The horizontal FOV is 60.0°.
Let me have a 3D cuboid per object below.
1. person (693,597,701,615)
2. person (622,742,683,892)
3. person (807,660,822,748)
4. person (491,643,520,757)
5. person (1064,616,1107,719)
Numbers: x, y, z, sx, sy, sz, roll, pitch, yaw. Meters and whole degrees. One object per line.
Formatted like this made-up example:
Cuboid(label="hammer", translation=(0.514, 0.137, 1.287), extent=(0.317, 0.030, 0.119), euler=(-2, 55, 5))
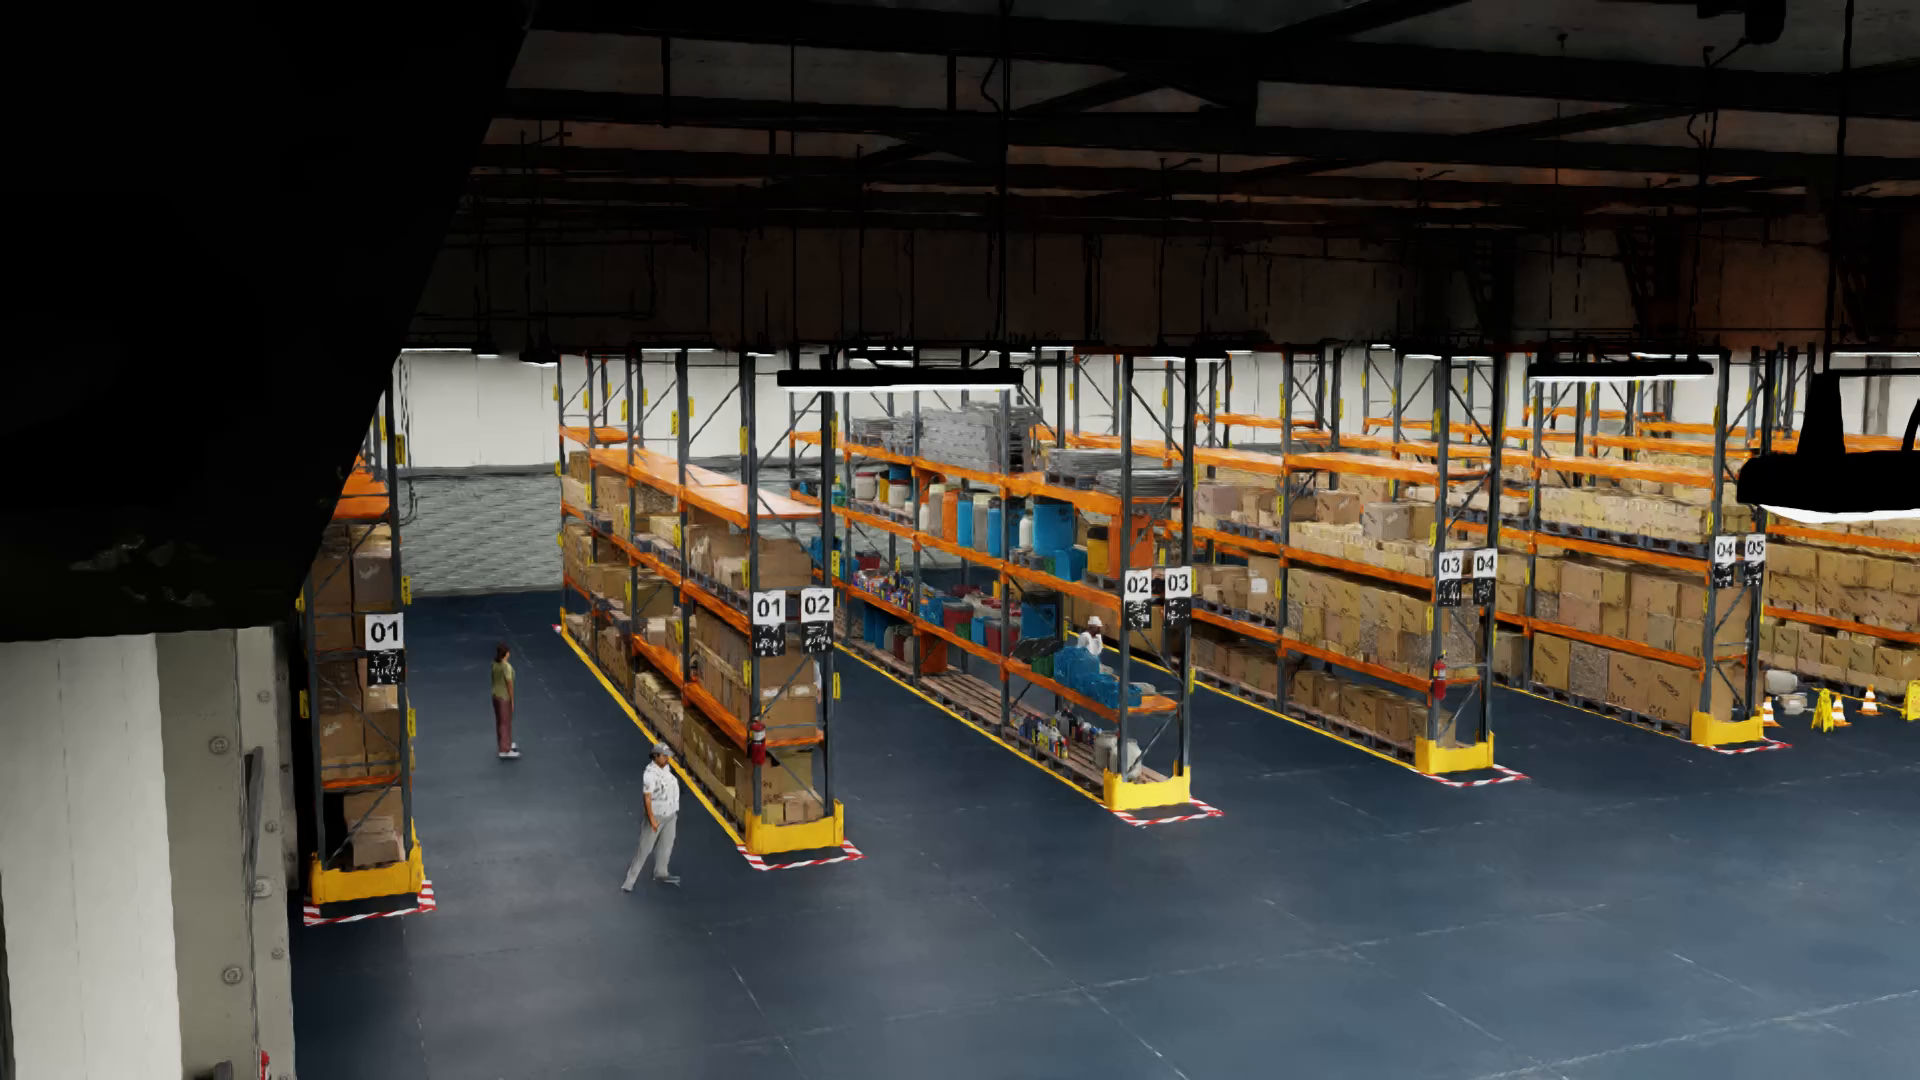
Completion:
Cuboid(label="person", translation=(-4.754, 1.481, 31.549), extent=(0.591, 1.716, 1.042), euler=(-3, 8, -22))
Cuboid(label="person", translation=(-3.513, 3.130, 18.874), extent=(0.508, 1.658, 0.712), euler=(3, 8, 24))
Cuboid(label="person", translation=(-2.309, 2.355, 25.370), extent=(0.415, 1.508, 1.041), euler=(-3, 8, -23))
Cuboid(label="person", translation=(-6.733, 2.354, 24.723), extent=(0.539, 1.674, 0.454), euler=(6, 10, 41))
Cuboid(label="person", translation=(2.083, 2.058, 26.905), extent=(0.695, 1.717, 0.797), euler=(-7, 10, -44))
